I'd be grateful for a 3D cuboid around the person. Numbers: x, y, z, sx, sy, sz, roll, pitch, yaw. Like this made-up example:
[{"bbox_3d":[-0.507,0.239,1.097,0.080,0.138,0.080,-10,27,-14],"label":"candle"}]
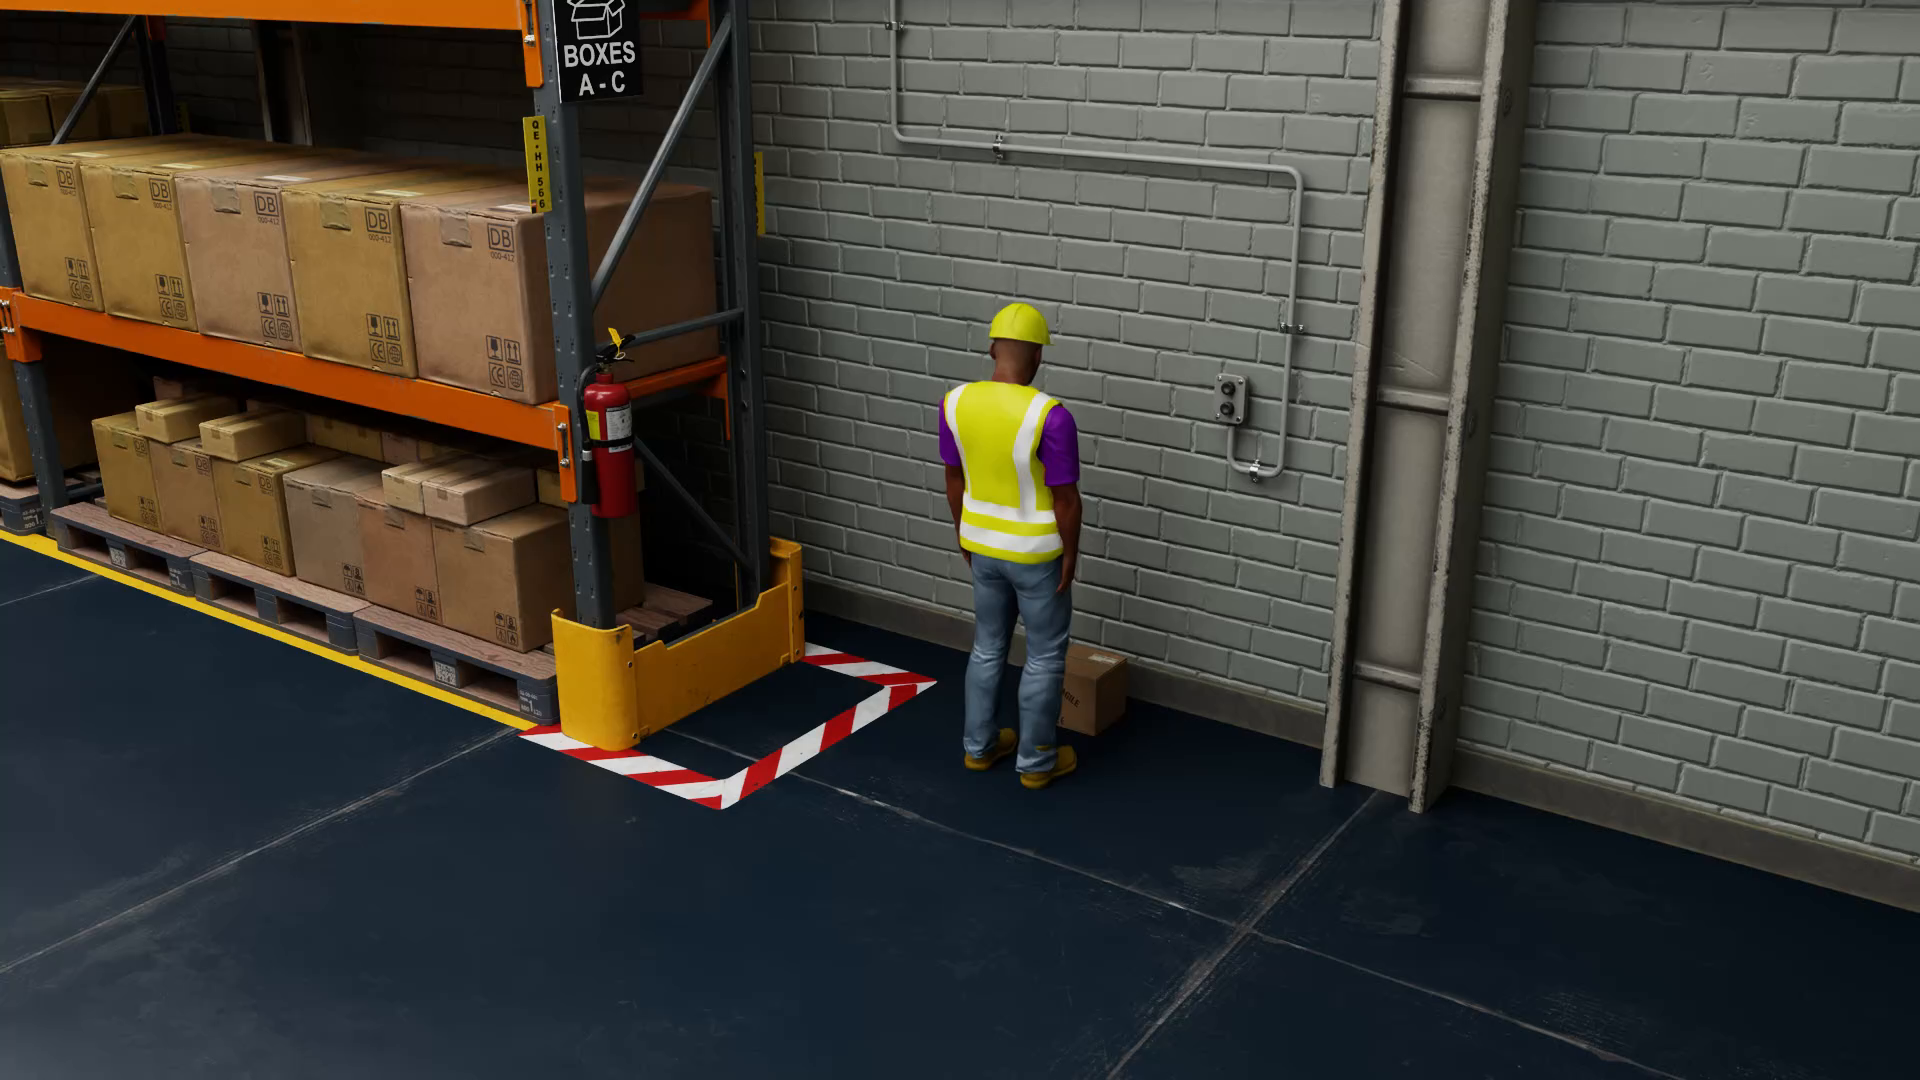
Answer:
[{"bbox_3d":[0.195,0.021,5.986,0.568,1.758,0.368,13,24,33],"label":"person"}]
